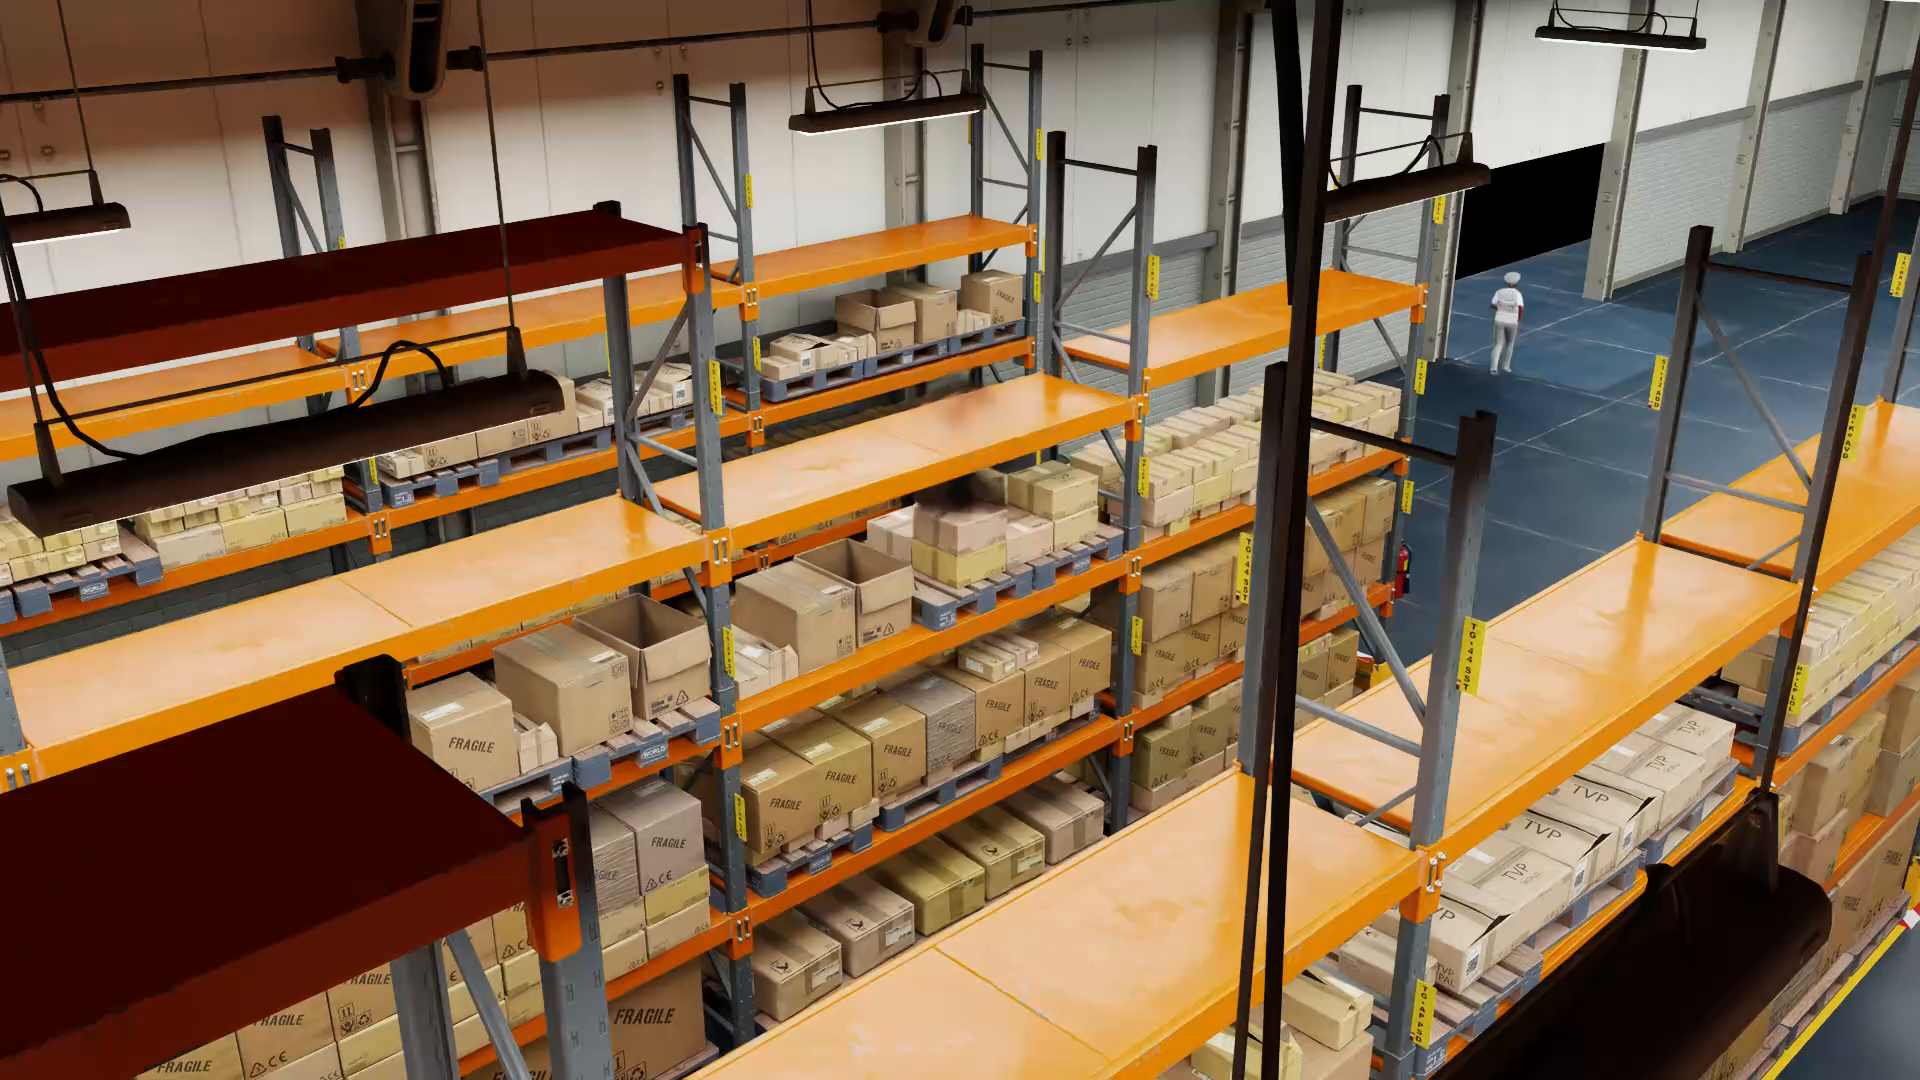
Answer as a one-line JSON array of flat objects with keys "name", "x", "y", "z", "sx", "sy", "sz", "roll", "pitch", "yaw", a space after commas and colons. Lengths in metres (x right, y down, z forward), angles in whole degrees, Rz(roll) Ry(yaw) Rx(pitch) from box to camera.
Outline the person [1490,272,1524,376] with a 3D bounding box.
[{"name": "person", "x": 8.891, "y": -3.503, "z": 27.121, "sx": 0.570, "sy": 1.727, "sz": 0.832, "roll": 11, "pitch": 25, "yaw": 24}]
